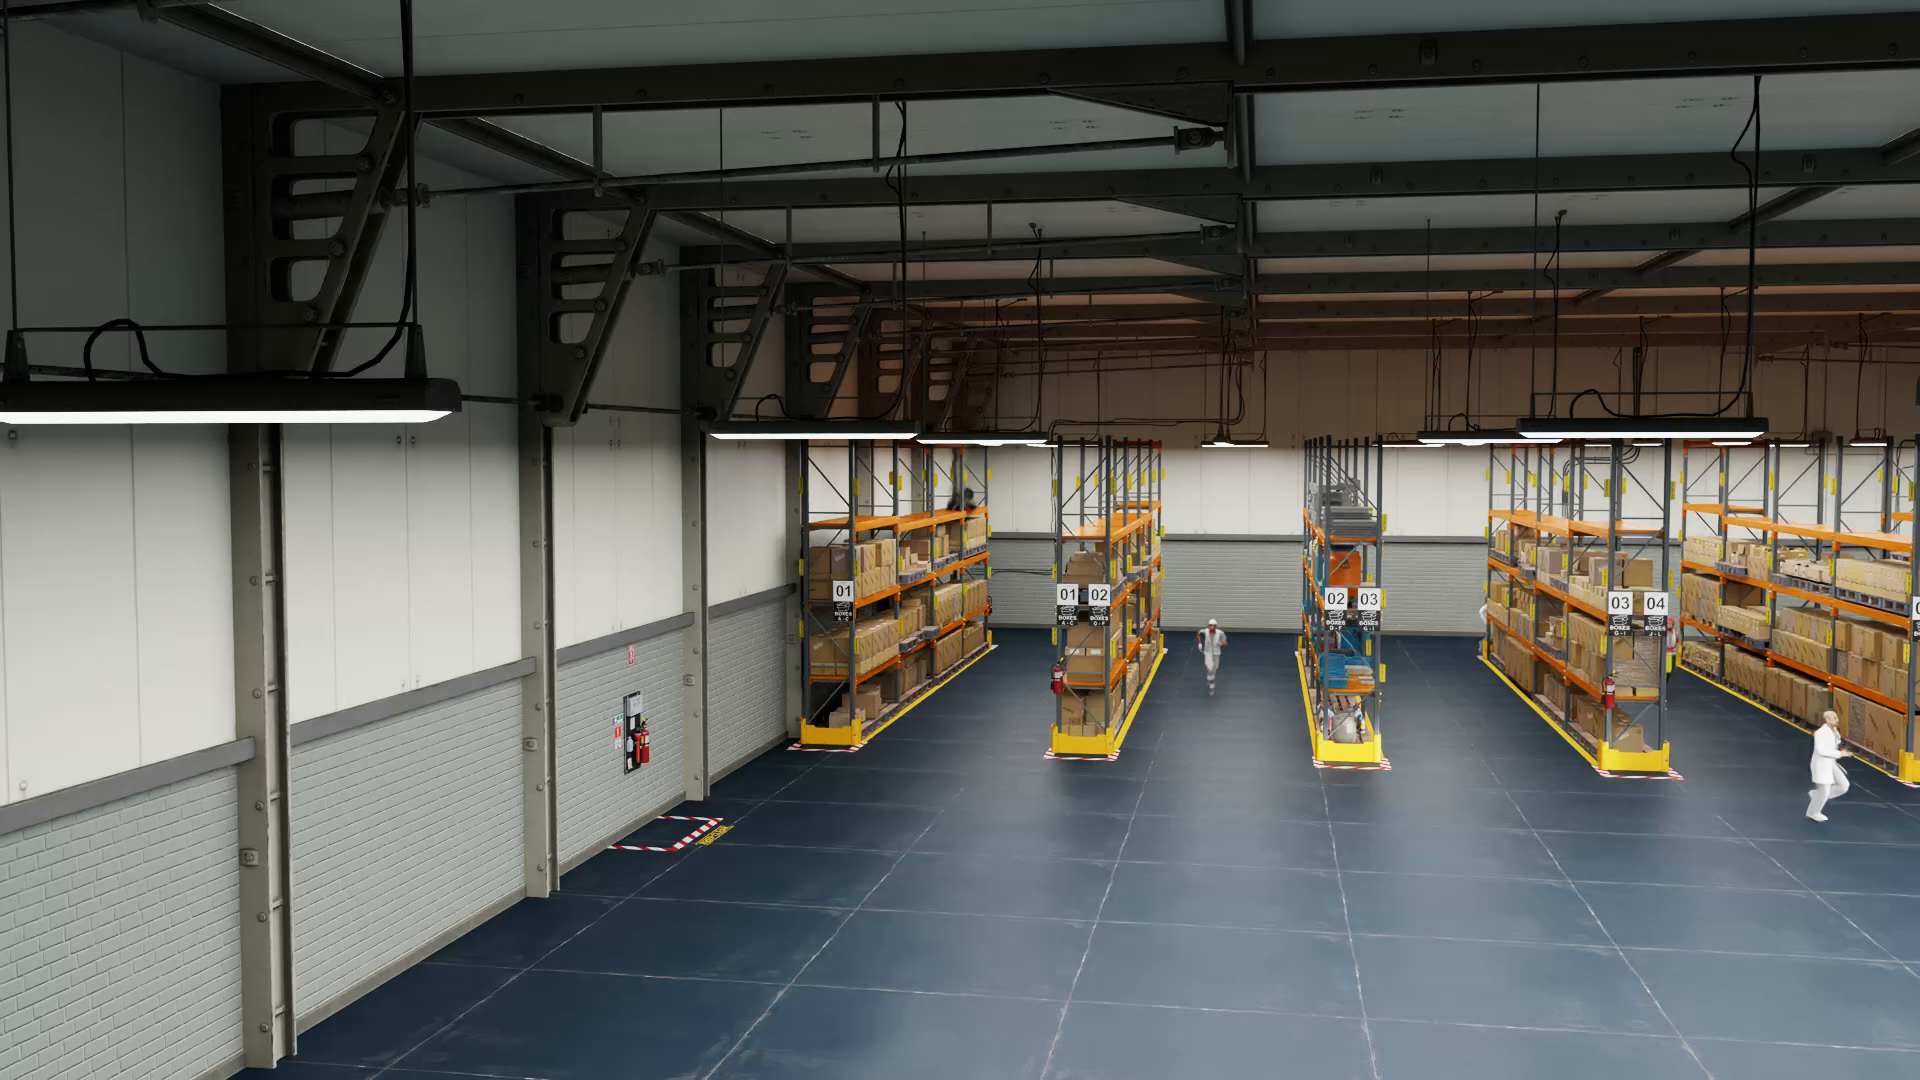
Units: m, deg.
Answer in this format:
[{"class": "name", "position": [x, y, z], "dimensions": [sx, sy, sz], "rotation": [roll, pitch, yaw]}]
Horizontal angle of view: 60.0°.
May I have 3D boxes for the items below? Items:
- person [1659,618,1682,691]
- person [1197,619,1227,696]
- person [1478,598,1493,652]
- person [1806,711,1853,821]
[{"class": "person", "position": [16.796, 2.720, 39.414], "dimensions": [0.662, 1.733, 0.565], "rotation": [0, 3, 2]}, {"class": "person", "position": [5.925, 2.736, 39.137], "dimensions": [0.653, 1.794, 0.989], "rotation": [0, 3, -2]}, {"class": "person", "position": [14.949, 2.355, 46.846], "dimensions": [0.594, 1.651, 0.612], "rotation": [2, 4, 32]}, {"class": "person", "position": [13.338, 3.473, 25.503], "dimensions": [0.761, 1.729, 0.724], "rotation": [-2, 4, -38]}]
